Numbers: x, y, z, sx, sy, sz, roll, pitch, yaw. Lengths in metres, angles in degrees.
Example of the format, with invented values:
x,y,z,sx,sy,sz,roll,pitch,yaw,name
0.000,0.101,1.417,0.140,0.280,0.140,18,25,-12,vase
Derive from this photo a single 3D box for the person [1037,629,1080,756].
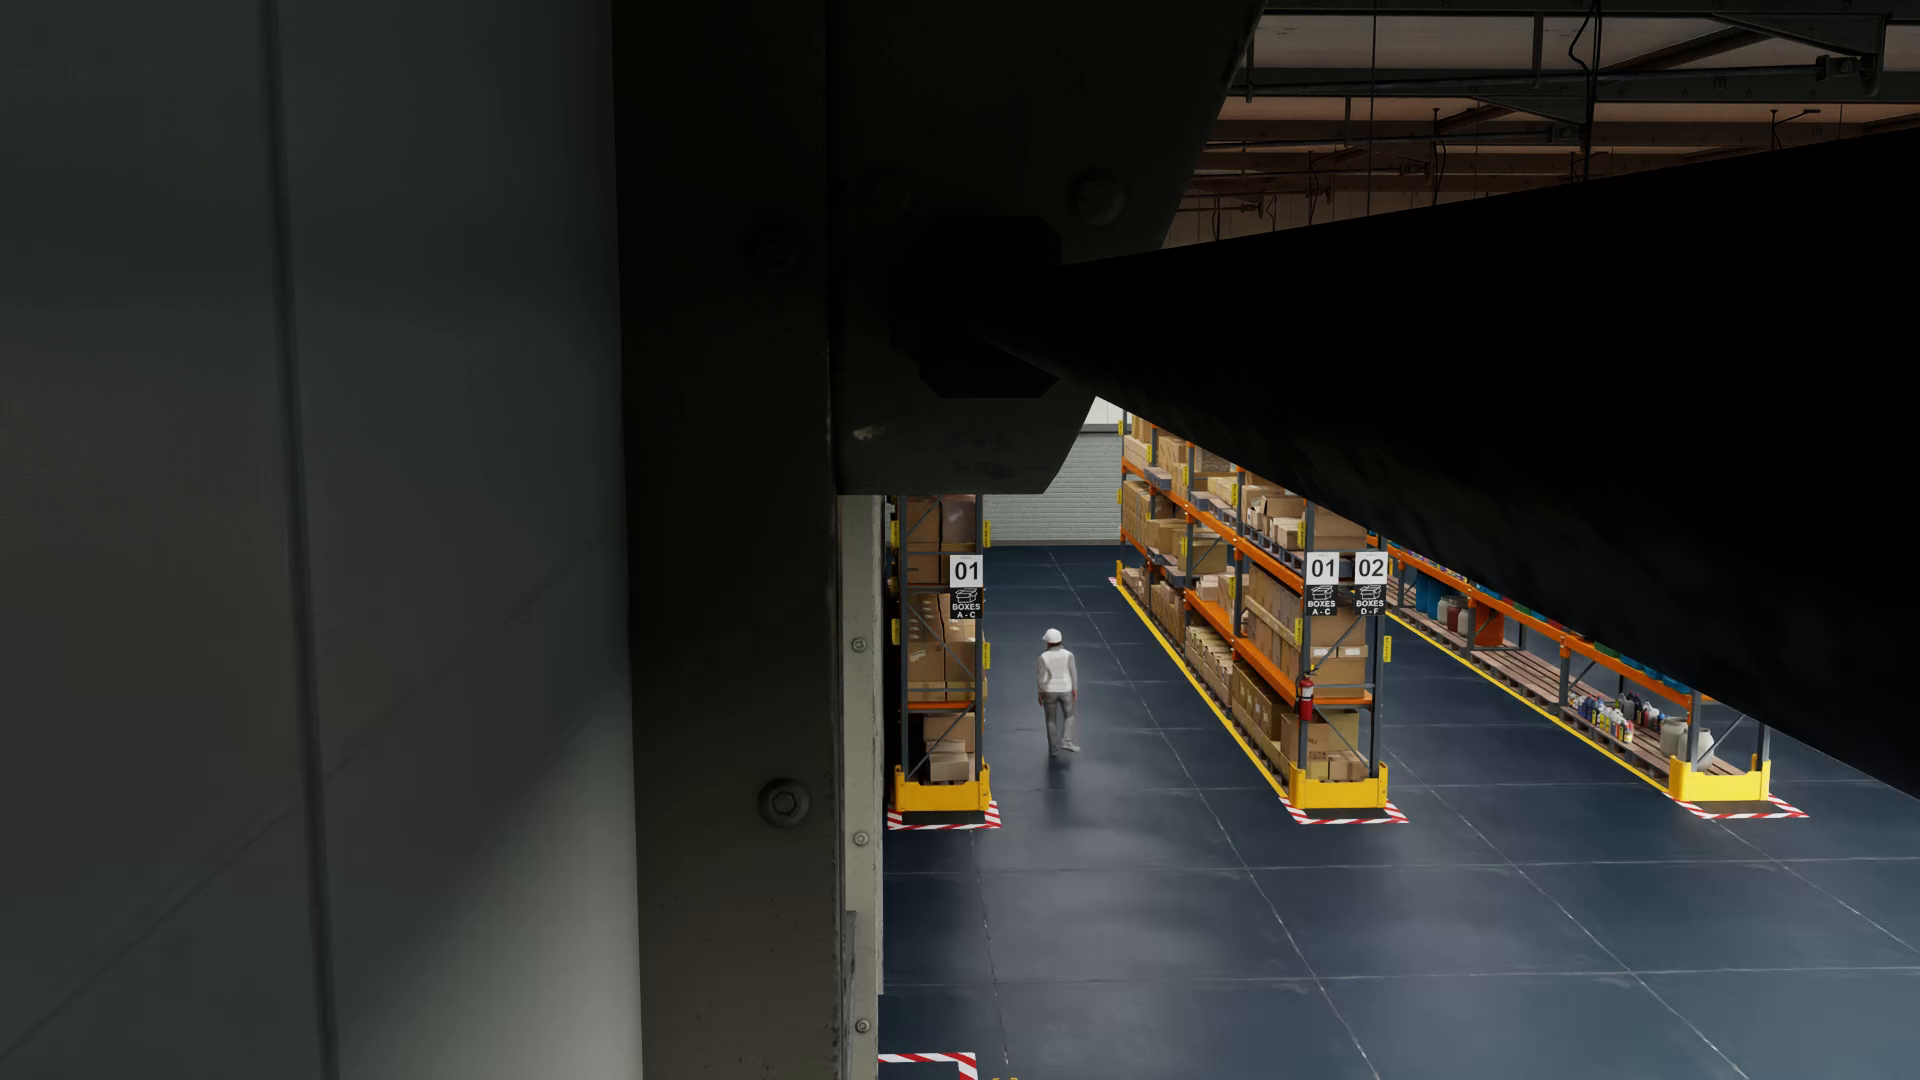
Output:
x,y,z,sx,sy,sz,roll,pitch,yaw,name
1.353,2.101,22.858,0.592,1.771,0.505,0,8,-3,person
